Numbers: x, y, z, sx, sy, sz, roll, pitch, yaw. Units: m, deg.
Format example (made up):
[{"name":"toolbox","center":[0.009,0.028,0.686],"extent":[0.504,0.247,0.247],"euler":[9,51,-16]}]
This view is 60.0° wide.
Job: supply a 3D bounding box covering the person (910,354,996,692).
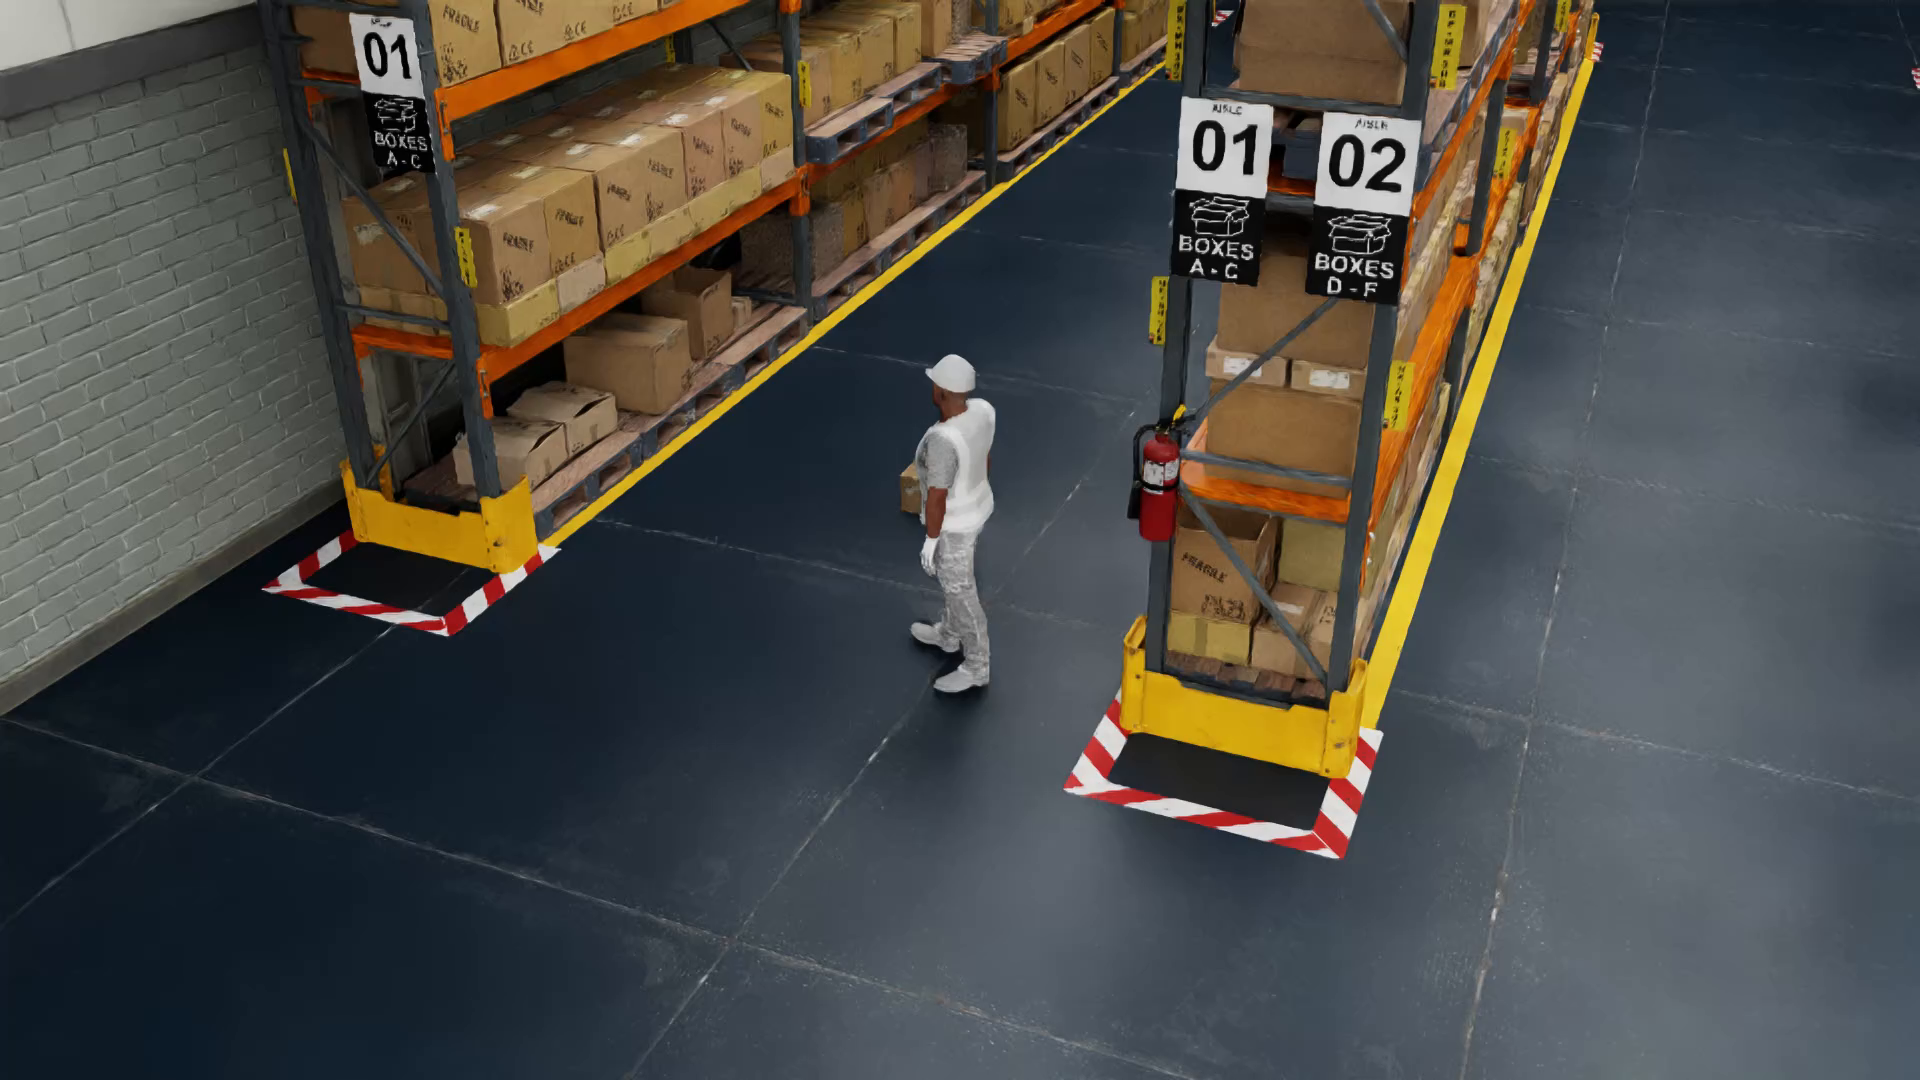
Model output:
[{"name":"person","center":[-0.046,-0.138,8.599],"extent":[0.589,1.787,0.734],"euler":[12,32,20]}]
